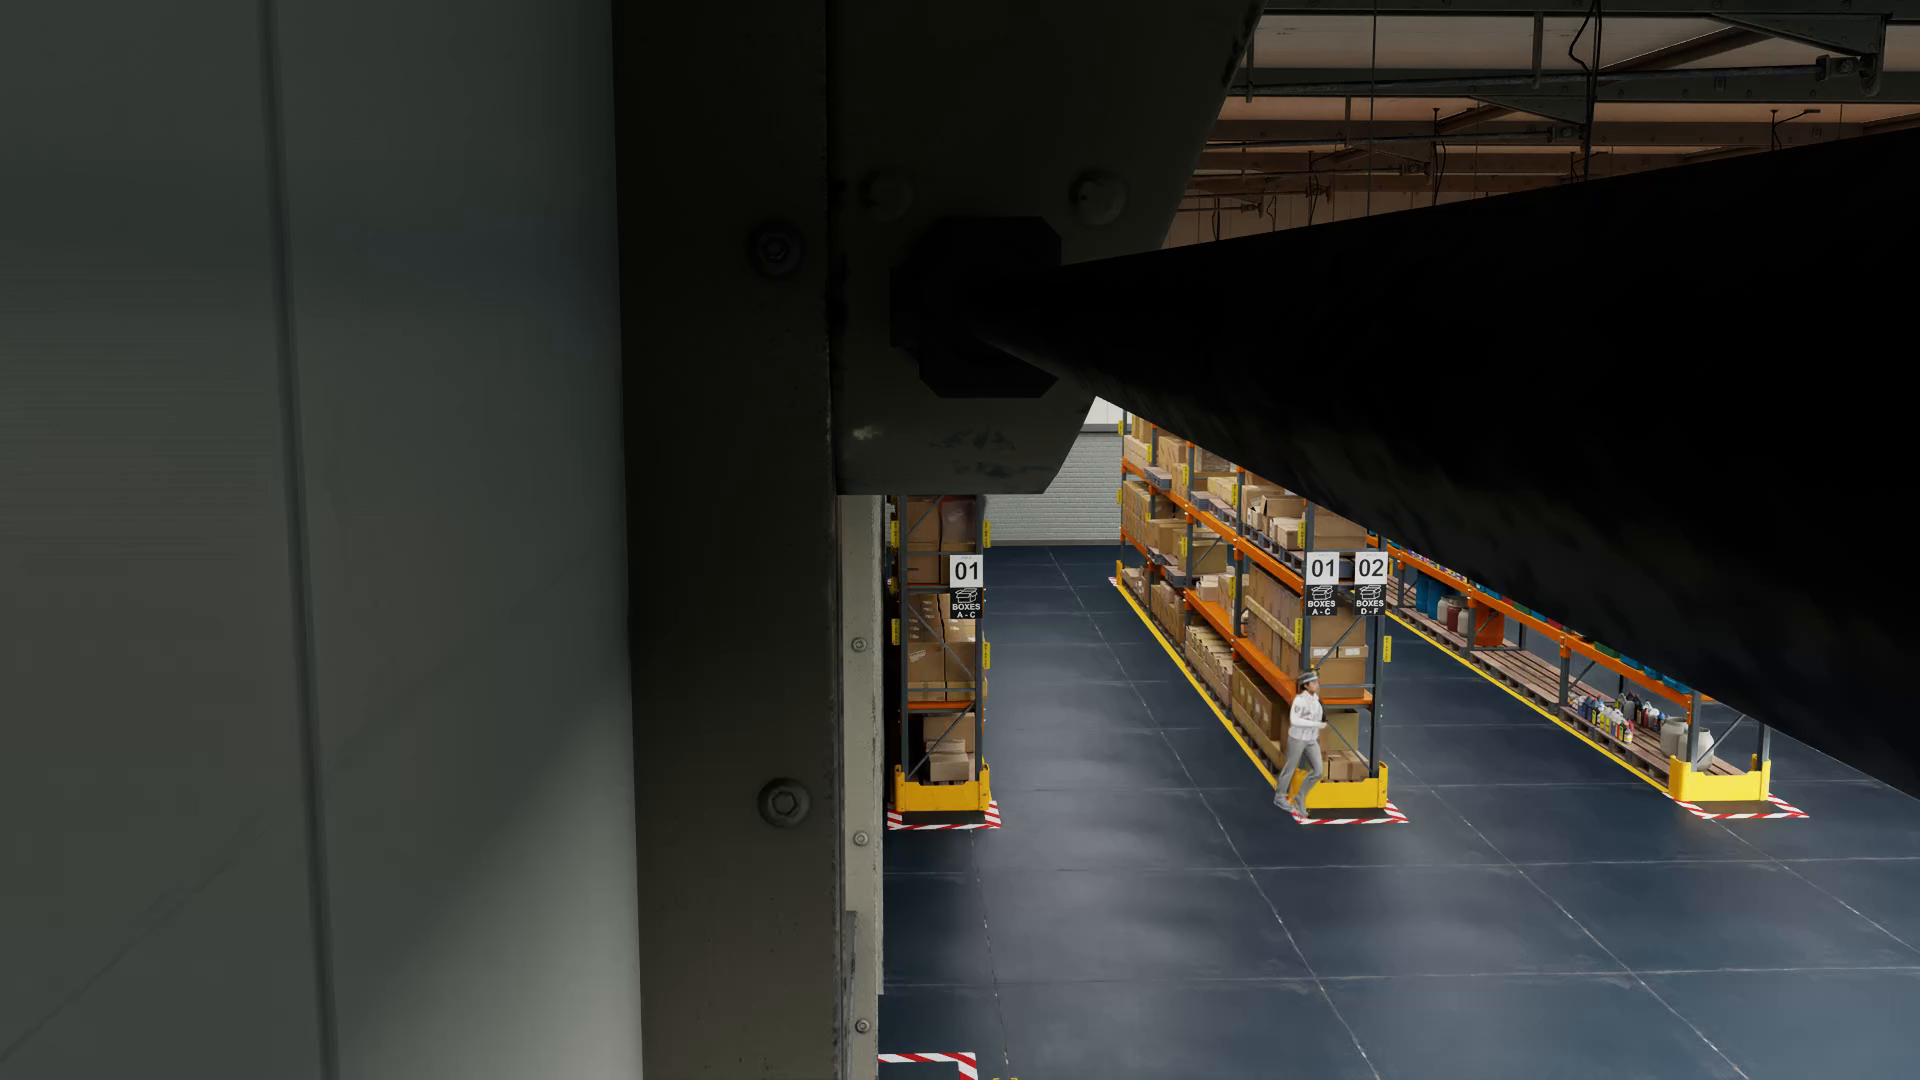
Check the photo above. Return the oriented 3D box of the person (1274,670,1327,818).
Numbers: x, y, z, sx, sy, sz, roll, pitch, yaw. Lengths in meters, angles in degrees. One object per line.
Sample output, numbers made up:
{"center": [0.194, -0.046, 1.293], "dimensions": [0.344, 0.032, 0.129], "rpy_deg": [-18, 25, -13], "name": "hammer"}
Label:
{"center": [4.072, 2.381, 19.482], "dimensions": [0.617, 1.752, 0.653], "rpy_deg": [-7, 11, -41], "name": "person"}
